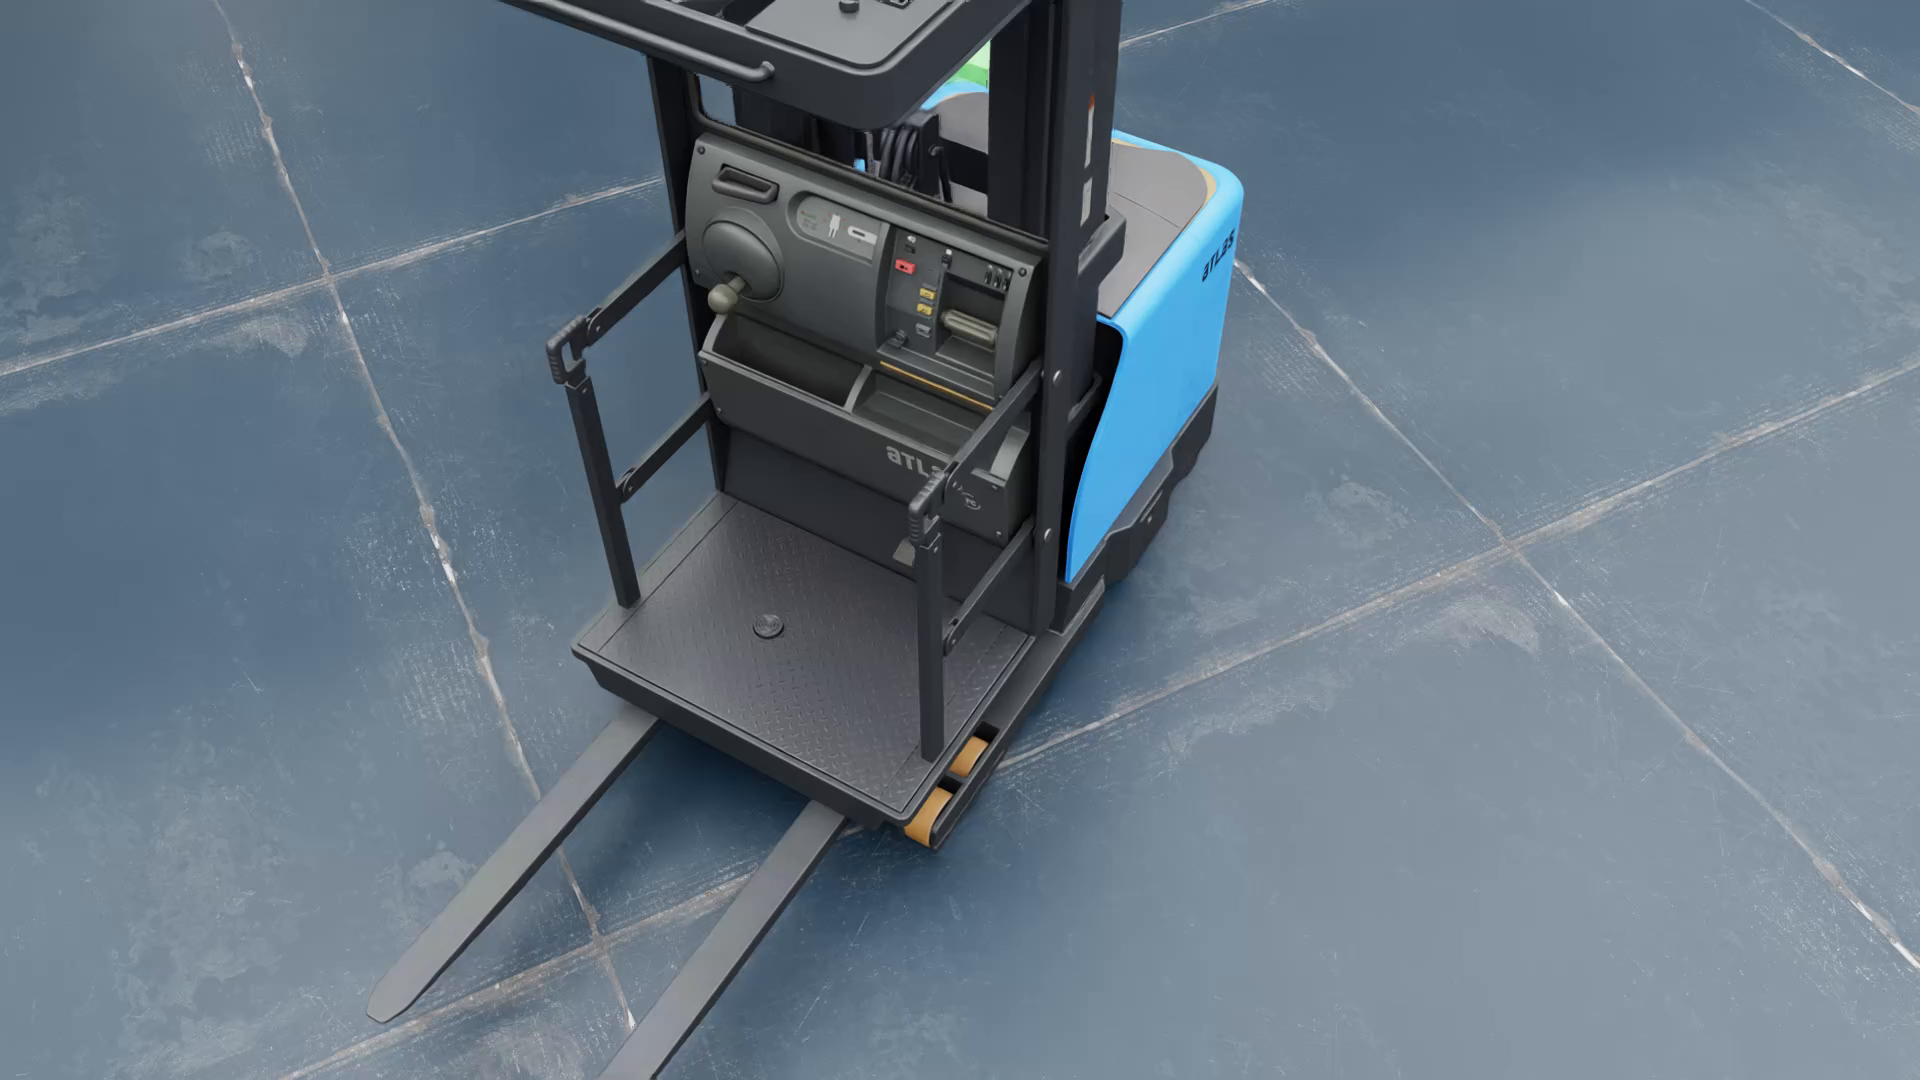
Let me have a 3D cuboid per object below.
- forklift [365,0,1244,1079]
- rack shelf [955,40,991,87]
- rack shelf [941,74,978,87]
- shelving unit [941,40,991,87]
[{"bbox_3d":[-0.360,-0.540,3.775,1.130,2.935,3.031,24,53,20],"label":"forklift"},{"bbox_3d":[-0.029,-1.567,5.271,0.480,0.148,0.258,28,54,22],"label":"rack shelf"},{"bbox_3d":[-0.029,-1.409,5.451,0.480,0.148,0.258,28,54,22],"label":"rack shelf"},{"bbox_3d":[-0.029,-1.293,5.584,0.503,1.200,0.258,28,54,22],"label":"shelving unit"}]
